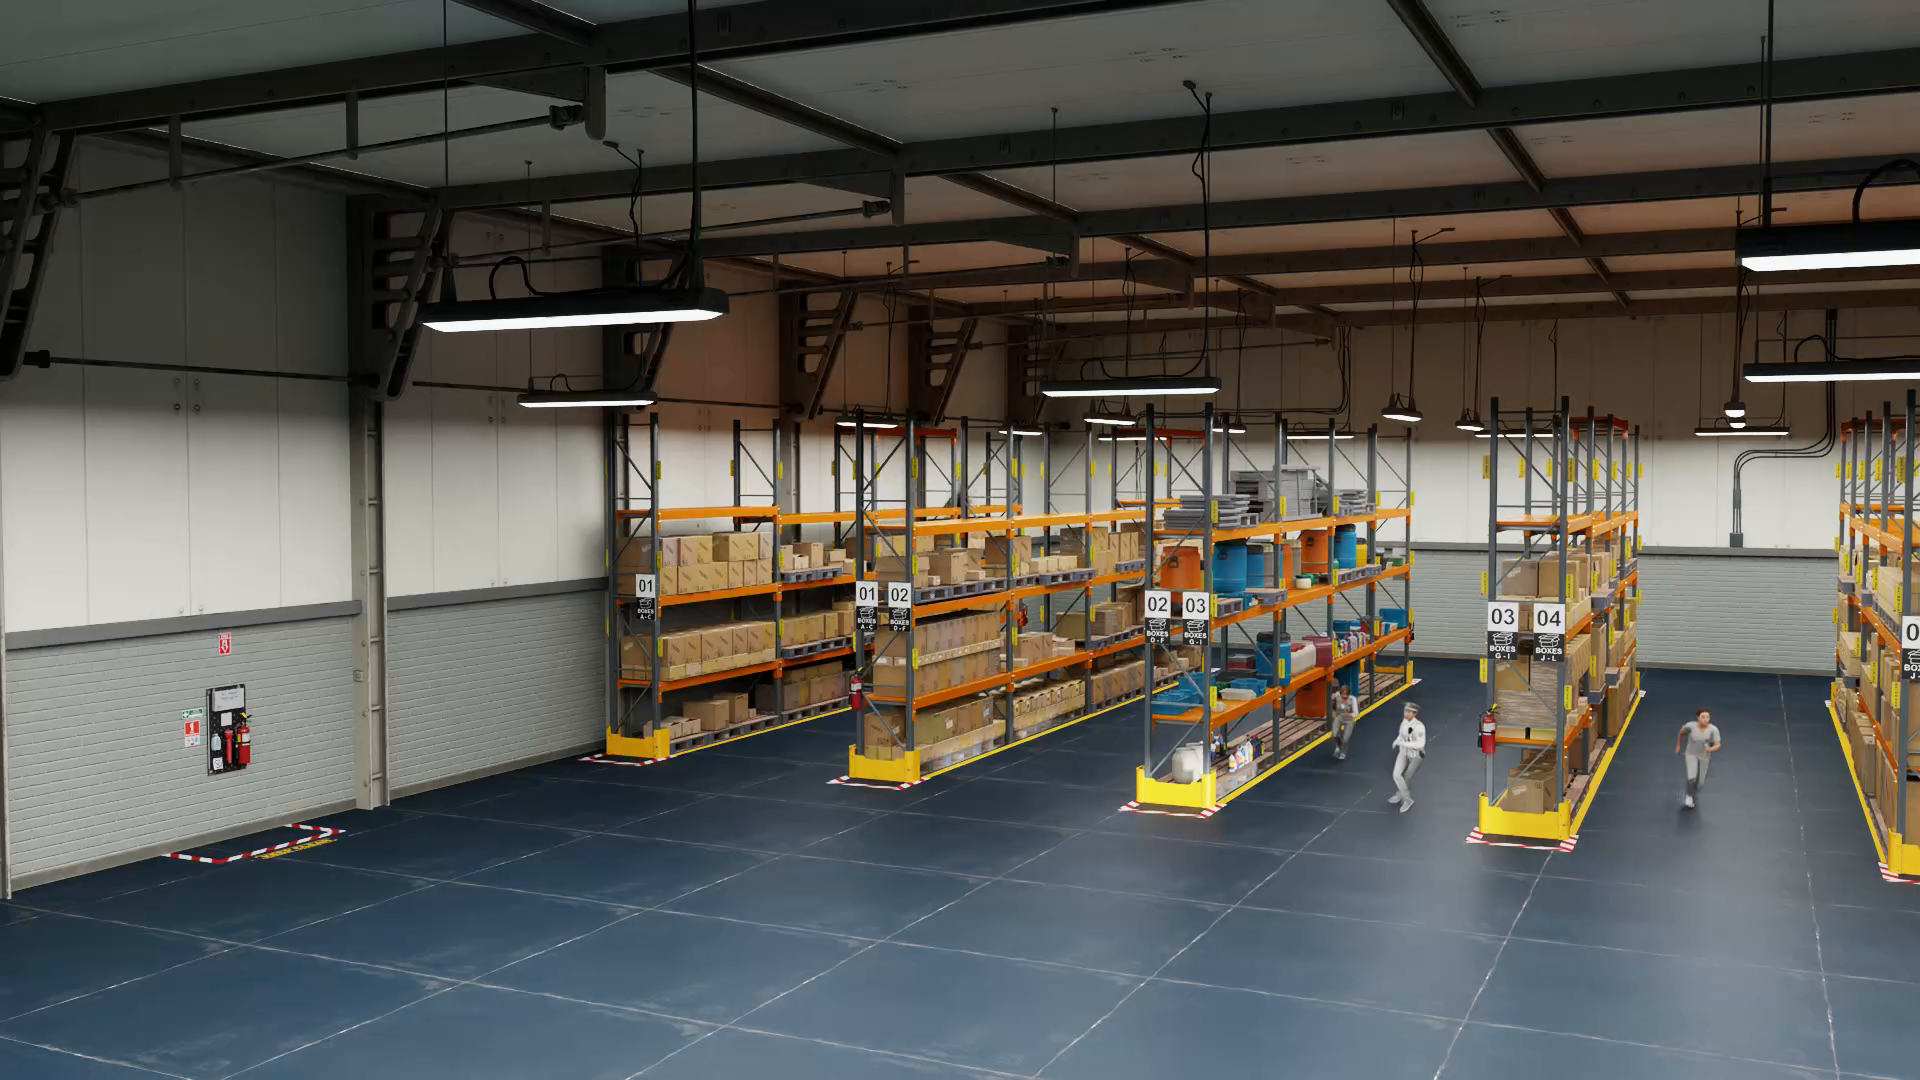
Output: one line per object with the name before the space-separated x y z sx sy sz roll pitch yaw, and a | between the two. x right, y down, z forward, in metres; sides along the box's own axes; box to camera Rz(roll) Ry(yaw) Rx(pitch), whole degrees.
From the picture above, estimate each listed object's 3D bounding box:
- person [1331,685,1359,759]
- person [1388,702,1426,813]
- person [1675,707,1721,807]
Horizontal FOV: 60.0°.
person | 6.549 3.122 28.376 0.542 1.346 0.914 1 3 22
person | 6.578 3.159 24.449 0.678 1.623 0.760 -2 3 -44
person | 10.821 3.195 24.383 0.543 1.533 0.901 0 2 11
